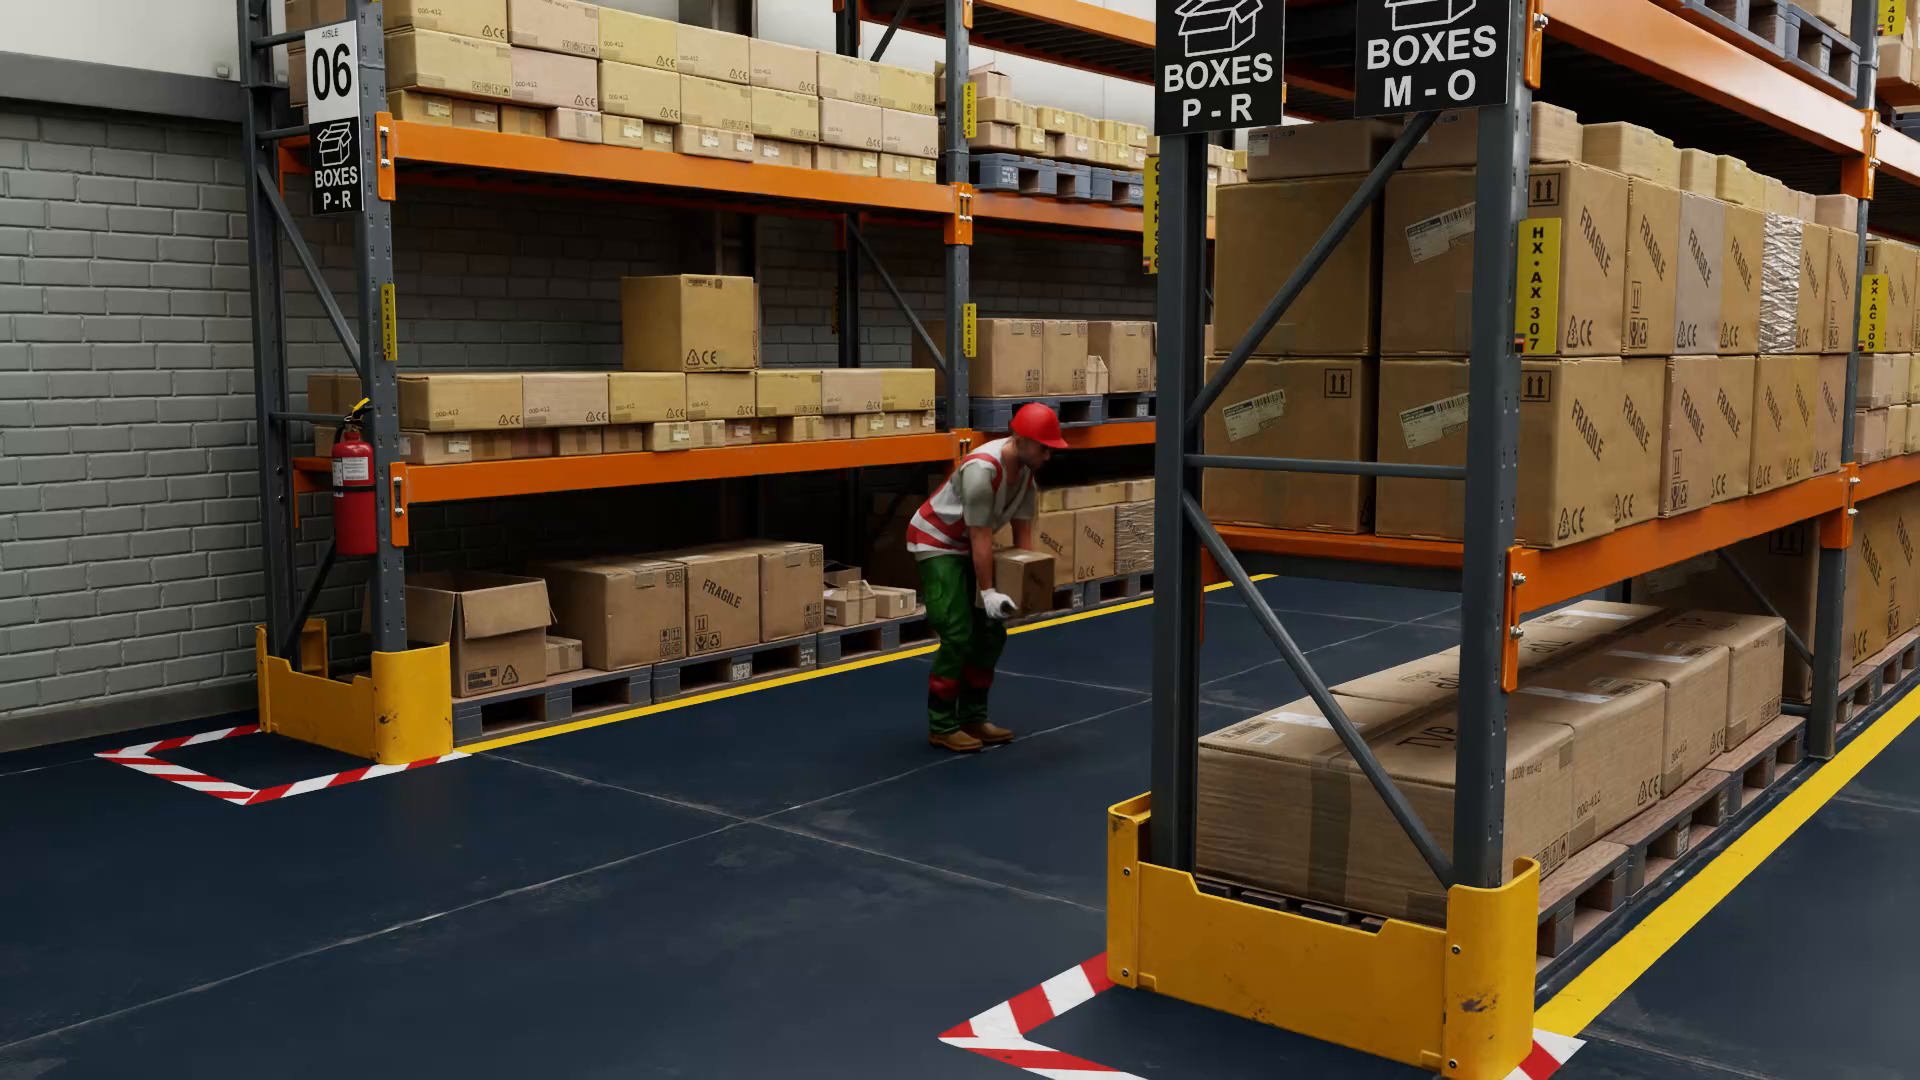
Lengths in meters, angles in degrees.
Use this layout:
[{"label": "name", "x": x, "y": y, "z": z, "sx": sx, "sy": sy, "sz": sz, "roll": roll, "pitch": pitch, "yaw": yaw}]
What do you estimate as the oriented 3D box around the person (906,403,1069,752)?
[{"label": "person", "x": 0.135, "y": 0.165, "z": 7.576, "sx": 0.782, "sy": 1.583, "sz": 0.487, "roll": 5, "pitch": 8, "yaw": 37}]
